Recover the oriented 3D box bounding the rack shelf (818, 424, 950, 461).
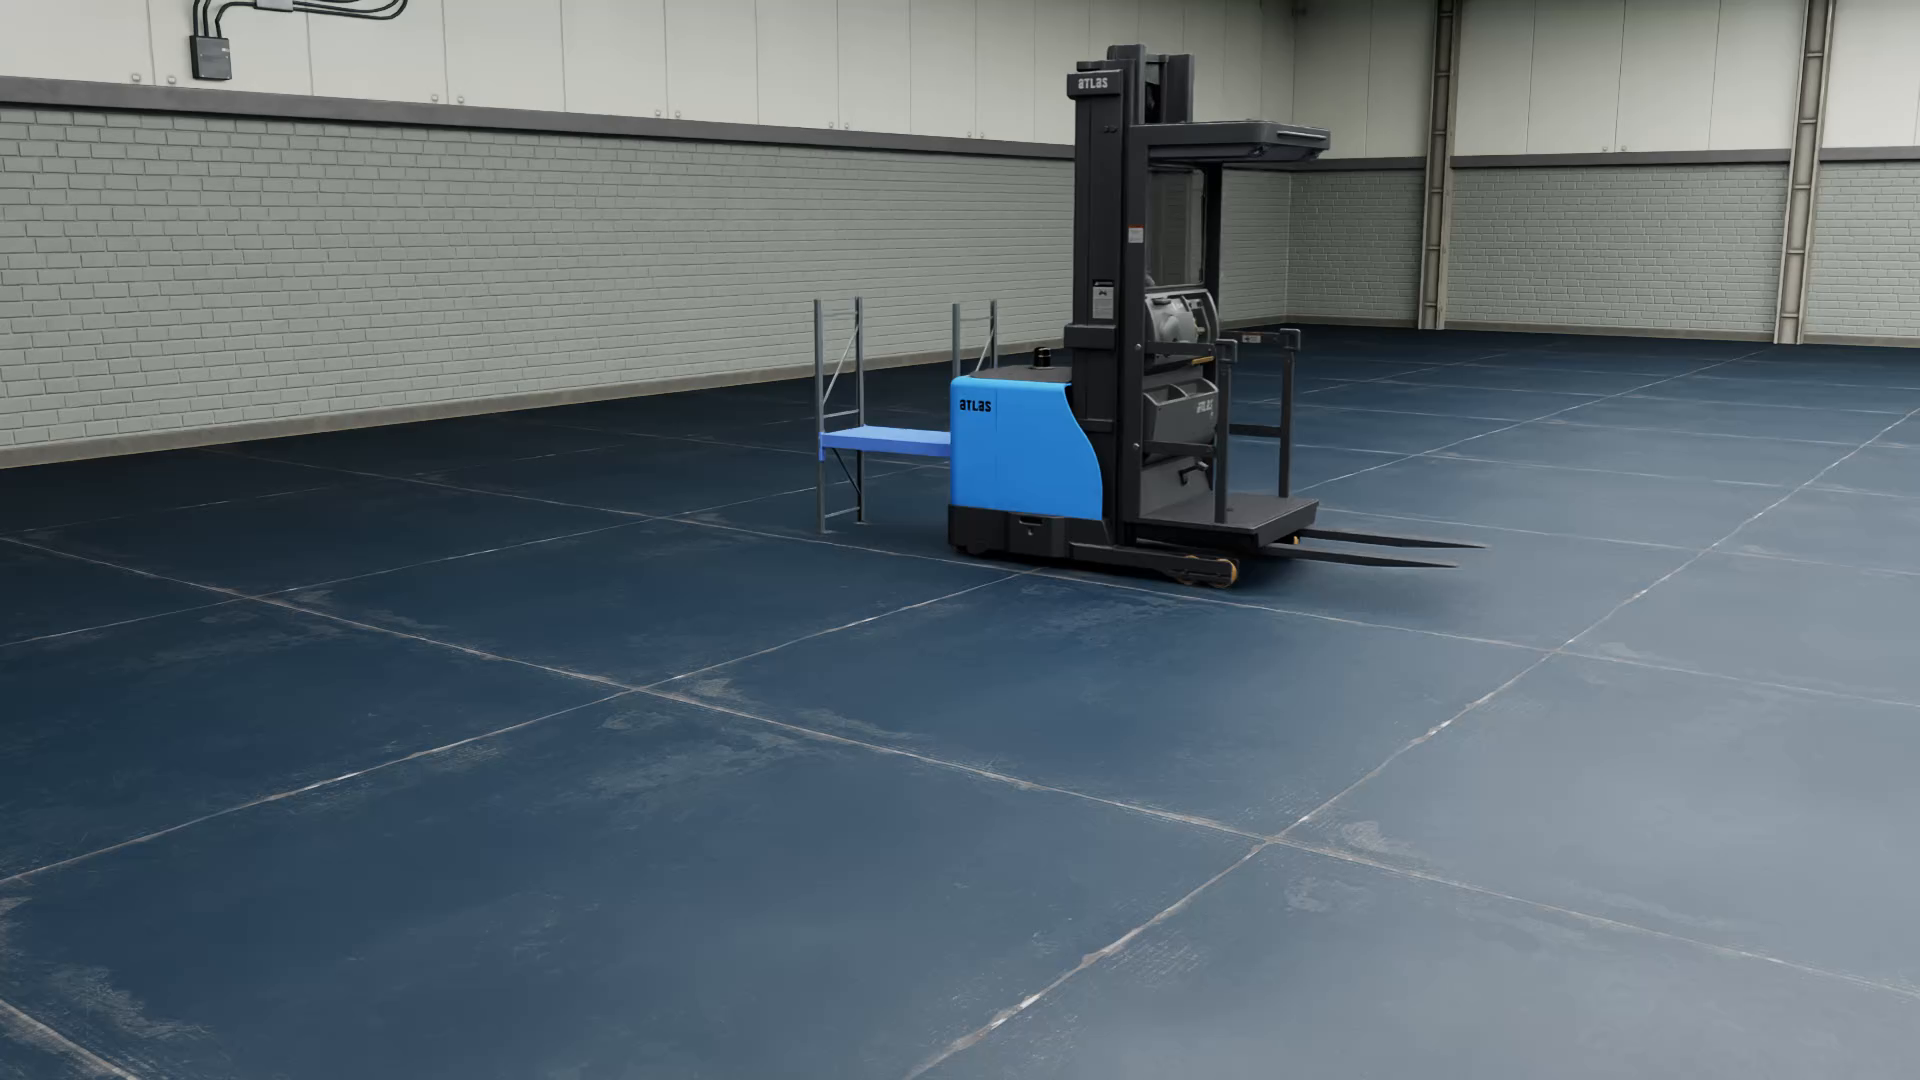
[{"bbox_3d":[-0.343,-0.590,10.579,1.000,0.185,0.538,6,13,30],"label":"rack shelf"}]

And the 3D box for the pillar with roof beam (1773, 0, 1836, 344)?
[{"bbox_3d":[10.960,-6.968,22.854,0.400,9.000,9.100,8,13,36],"label":"pillar with roof beam"}]

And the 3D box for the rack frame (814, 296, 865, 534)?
[{"bbox_3d":[-0.779,-0.816,10.801,0.032,1.500,0.500,6,13,30],"label":"rack frame"}]

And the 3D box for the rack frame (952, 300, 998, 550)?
[{"bbox_3d":[0.094,-0.717,10.289,0.032,1.500,0.500,6,13,30],"label":"rack frame"}]

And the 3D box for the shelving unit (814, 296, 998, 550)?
[{"bbox_3d":[-0.343,-0.767,10.545,1.048,1.500,0.538,6,13,30],"label":"shelving unit"}]

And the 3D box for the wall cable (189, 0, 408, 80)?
[{"bbox_3d":[-5.933,-7.134,14.759,0.169,6.003,2.305,8,13,36],"label":"wall cable"}]

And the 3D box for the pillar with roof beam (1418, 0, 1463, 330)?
[{"bbox_3d":[6.124,-7.642,26.341,0.400,9.000,9.100,8,13,36],"label":"pillar with roof beam"}]

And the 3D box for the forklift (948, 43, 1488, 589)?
[{"bbox_3d":[1.455,-1.286,9.458,3.031,2.935,1.130,6,13,30],"label":"forklift"}]
